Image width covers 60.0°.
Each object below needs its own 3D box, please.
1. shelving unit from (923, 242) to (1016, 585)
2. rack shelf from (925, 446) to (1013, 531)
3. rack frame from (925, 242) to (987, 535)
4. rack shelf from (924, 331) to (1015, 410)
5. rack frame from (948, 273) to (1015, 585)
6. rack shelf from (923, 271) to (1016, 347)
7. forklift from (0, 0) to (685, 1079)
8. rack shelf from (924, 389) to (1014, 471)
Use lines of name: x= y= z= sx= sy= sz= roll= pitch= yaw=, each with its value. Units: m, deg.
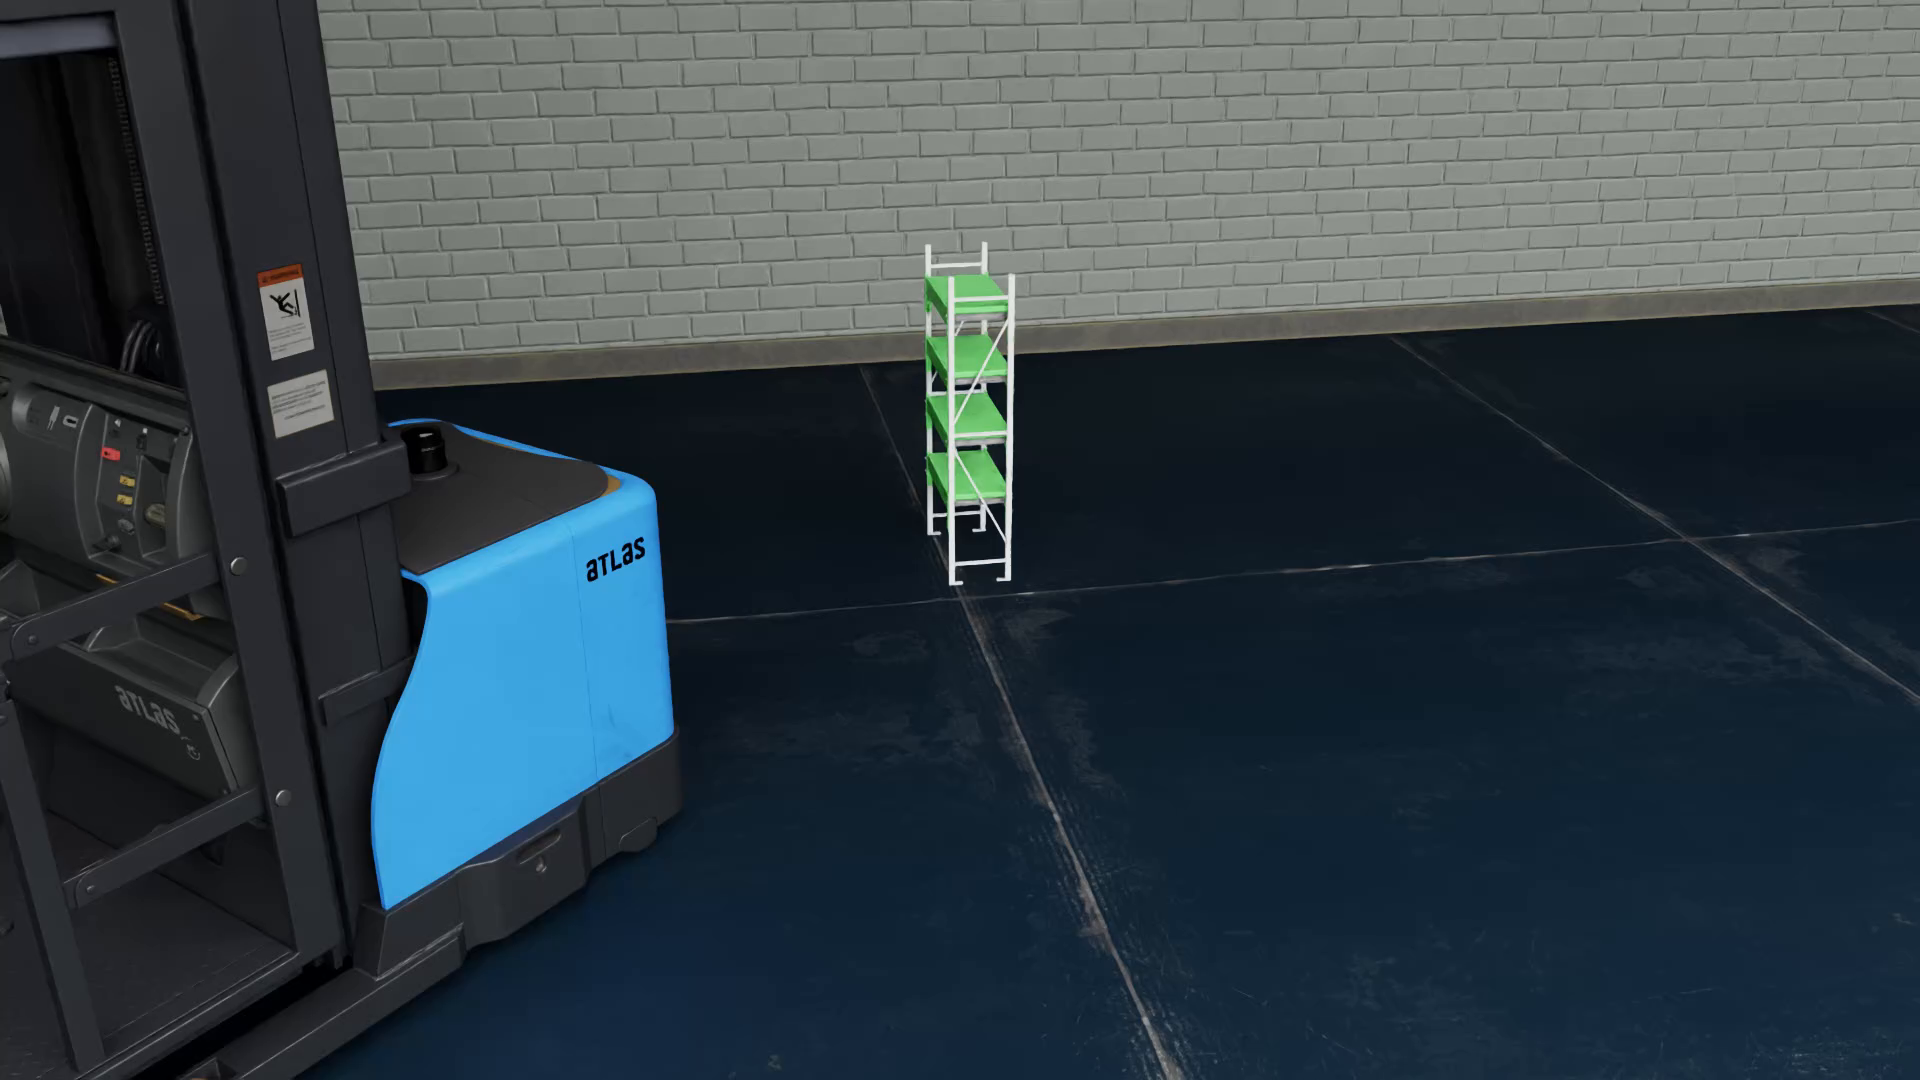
shelving unit: x=0.031 y=-0.485 z=6.361 sx=0.258 sy=1.200 sz=0.503 roll=-4 pitch=24 yaw=-10
rack shelf: x=0.031 y=-0.206 z=6.482 sx=0.258 sy=0.148 sz=0.480 roll=-4 pitch=24 yaw=-10
rack frame: x=-0.015 y=-0.581 z=6.581 sx=0.240 sy=1.200 sz=0.015 roll=-4 pitch=24 yaw=-10
rack shelf: x=0.031 y=-0.646 z=6.290 sx=0.258 sy=0.148 sz=0.480 roll=-4 pitch=24 yaw=-10
rack frame: x=0.076 y=-0.389 z=6.141 sx=0.240 sy=1.200 sz=0.015 roll=-4 pitch=24 yaw=-10
rack shelf: x=0.031 y=-0.866 z=6.194 sx=0.258 sy=0.148 sz=0.480 roll=-4 pitch=24 yaw=-10
forklift: x=-2.042 y=-0.142 z=3.412 sx=1.130 sy=2.935 sz=3.031 roll=15 pitch=28 yaw=31
rack shelf: x=0.031 y=-0.426 z=6.386 sx=0.258 sy=0.148 sz=0.480 roll=-4 pitch=24 yaw=-10
